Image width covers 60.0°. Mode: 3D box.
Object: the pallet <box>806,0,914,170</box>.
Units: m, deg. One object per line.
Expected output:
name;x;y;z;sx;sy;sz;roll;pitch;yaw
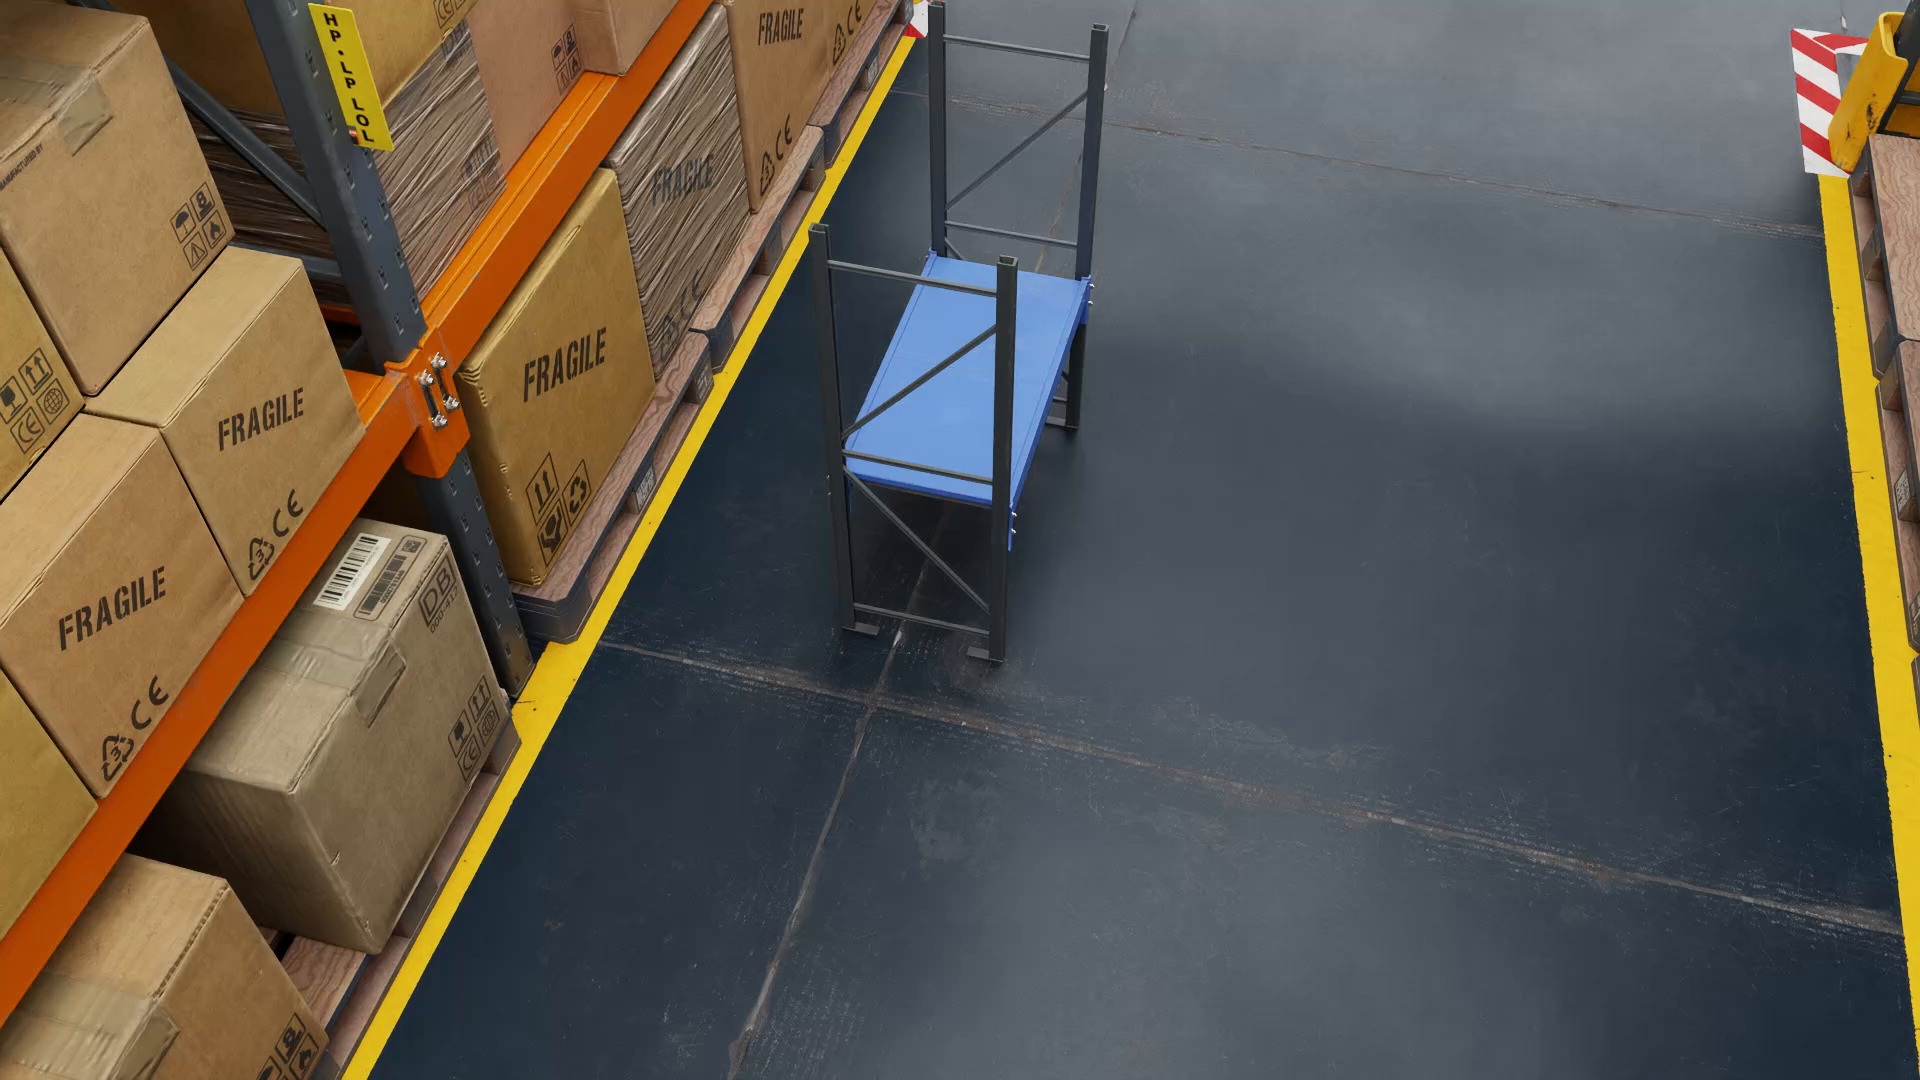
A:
pallet;-0.834;-2.047;6.916;1.003;0.211;1.213;12;50;10

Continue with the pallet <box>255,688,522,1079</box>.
pallet;-1.882;0.826;4.380;1.003;0.211;1.213;12;50;10

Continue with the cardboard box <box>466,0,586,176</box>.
cardboard box;-1.543;-1.391;4.377;0.875;0.550;0.550;12;50;10

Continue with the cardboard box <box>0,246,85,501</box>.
cardboard box;-2.010;-0.301;2.782;0.700;0.500;0.500;11;49;9

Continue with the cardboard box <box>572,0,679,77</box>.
cardboard box;-1.288;-1.758;4.701;0.875;0.550;0.550;12;50;10

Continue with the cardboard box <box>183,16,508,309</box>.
cardboard box;-1.666;-0.989;4.022;0.875;0.550;0.550;12;50;10

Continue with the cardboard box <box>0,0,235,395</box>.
cardboard box;-1.877;-0.674;3.110;0.700;0.500;0.500;11;49;9

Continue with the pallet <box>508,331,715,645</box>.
pallet;-1.476;-0.282;5.358;1.003;0.211;1.213;12;50;10

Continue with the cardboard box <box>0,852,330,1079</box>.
cardboard box;-2.086;1.099;3.500;1.050;0.750;0.750;12;50;10

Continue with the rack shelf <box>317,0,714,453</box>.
rack shelf;-1.225;-1.879;5.387;1.077;0.370;4.000;12;50;10

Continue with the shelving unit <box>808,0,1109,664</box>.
shelving unit;0.022;-0.558;4.742;0.538;1.500;1.048;12;50;10

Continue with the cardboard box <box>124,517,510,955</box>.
cardboard box;-1.828;0.402;4.115;1.050;0.750;0.750;11;50;10

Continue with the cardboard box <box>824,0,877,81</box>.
cardboard box;-0.814;-2.496;6.589;0.875;0.875;0.875;12;50;10

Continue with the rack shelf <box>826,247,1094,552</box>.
rack shelf;0.022;-0.439;4.877;0.538;0.185;1.000;12;50;10

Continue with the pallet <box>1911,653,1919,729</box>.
pallet;3.149;0.812;4.393;1.003;0.211;1.213;12;50;10

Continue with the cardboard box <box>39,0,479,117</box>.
cardboard box;-1.622;-1.337;3.609;0.875;0.550;0.550;12;50;10

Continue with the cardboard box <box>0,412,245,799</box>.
cardboard box;-1.764;0.093;3.101;0.500;0.500;0.500;11;50;10

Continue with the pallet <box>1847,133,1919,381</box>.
pallet;3.792;-0.953;5.950;1.003;0.211;1.213;12;50;10

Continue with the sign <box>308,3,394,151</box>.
sign;-1.226;-0.927;3.348;0.100;0.325;0.005;12;50;10

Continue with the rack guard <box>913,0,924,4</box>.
rack guard;-0.693;-2.753;7.347;1.175;0.500;0.348;12;50;10

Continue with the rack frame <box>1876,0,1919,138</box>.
rack frame;4.059;-2.511;5.466;1.000;3.000;0.127;12;50;10

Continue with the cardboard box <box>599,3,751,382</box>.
cardboard box;-1.285;-1.200;5.445;0.875;0.875;0.875;12;50;10

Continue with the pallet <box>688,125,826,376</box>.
pallet;-1.157;-1.167;6.139;1.003;0.211;1.213;12;50;10

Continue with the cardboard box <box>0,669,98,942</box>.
cardboard box;-1.897;0.458;2.778;0.500;0.500;0.500;12;50;10

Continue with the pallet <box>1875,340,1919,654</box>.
pallet;3.468;-0.073;5.174;1.003;0.211;1.213;12;50;10

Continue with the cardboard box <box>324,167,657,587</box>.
cardboard box;-1.519;-0.547;4.869;0.875;0.875;0.875;12;50;11

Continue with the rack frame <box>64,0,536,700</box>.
rack frame;-1.752;-0.670;3.841;1.000;3.000;0.127;12;50;10

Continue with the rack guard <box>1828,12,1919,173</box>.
rack guard;4.039;-1.629;6.354;1.175;0.500;0.348;12;50;10

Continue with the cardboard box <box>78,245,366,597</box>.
cardboard box;-1.631;-0.273;3.423;0.500;0.500;0.500;11;50;10

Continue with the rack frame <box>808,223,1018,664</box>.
rack frame;-0.111;-0.190;4.418;0.500;1.500;0.032;12;50;10

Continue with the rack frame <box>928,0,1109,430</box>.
rack frame;0.156;-0.926;5.067;0.500;1.500;0.032;12;50;10

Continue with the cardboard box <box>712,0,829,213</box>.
cardboard box;-1.043;-1.859;6.027;0.875;0.875;0.875;11;49;9

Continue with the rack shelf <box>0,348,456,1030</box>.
rack shelf;-2.278;1.015;2.834;1.077;0.370;4.000;12;50;10
